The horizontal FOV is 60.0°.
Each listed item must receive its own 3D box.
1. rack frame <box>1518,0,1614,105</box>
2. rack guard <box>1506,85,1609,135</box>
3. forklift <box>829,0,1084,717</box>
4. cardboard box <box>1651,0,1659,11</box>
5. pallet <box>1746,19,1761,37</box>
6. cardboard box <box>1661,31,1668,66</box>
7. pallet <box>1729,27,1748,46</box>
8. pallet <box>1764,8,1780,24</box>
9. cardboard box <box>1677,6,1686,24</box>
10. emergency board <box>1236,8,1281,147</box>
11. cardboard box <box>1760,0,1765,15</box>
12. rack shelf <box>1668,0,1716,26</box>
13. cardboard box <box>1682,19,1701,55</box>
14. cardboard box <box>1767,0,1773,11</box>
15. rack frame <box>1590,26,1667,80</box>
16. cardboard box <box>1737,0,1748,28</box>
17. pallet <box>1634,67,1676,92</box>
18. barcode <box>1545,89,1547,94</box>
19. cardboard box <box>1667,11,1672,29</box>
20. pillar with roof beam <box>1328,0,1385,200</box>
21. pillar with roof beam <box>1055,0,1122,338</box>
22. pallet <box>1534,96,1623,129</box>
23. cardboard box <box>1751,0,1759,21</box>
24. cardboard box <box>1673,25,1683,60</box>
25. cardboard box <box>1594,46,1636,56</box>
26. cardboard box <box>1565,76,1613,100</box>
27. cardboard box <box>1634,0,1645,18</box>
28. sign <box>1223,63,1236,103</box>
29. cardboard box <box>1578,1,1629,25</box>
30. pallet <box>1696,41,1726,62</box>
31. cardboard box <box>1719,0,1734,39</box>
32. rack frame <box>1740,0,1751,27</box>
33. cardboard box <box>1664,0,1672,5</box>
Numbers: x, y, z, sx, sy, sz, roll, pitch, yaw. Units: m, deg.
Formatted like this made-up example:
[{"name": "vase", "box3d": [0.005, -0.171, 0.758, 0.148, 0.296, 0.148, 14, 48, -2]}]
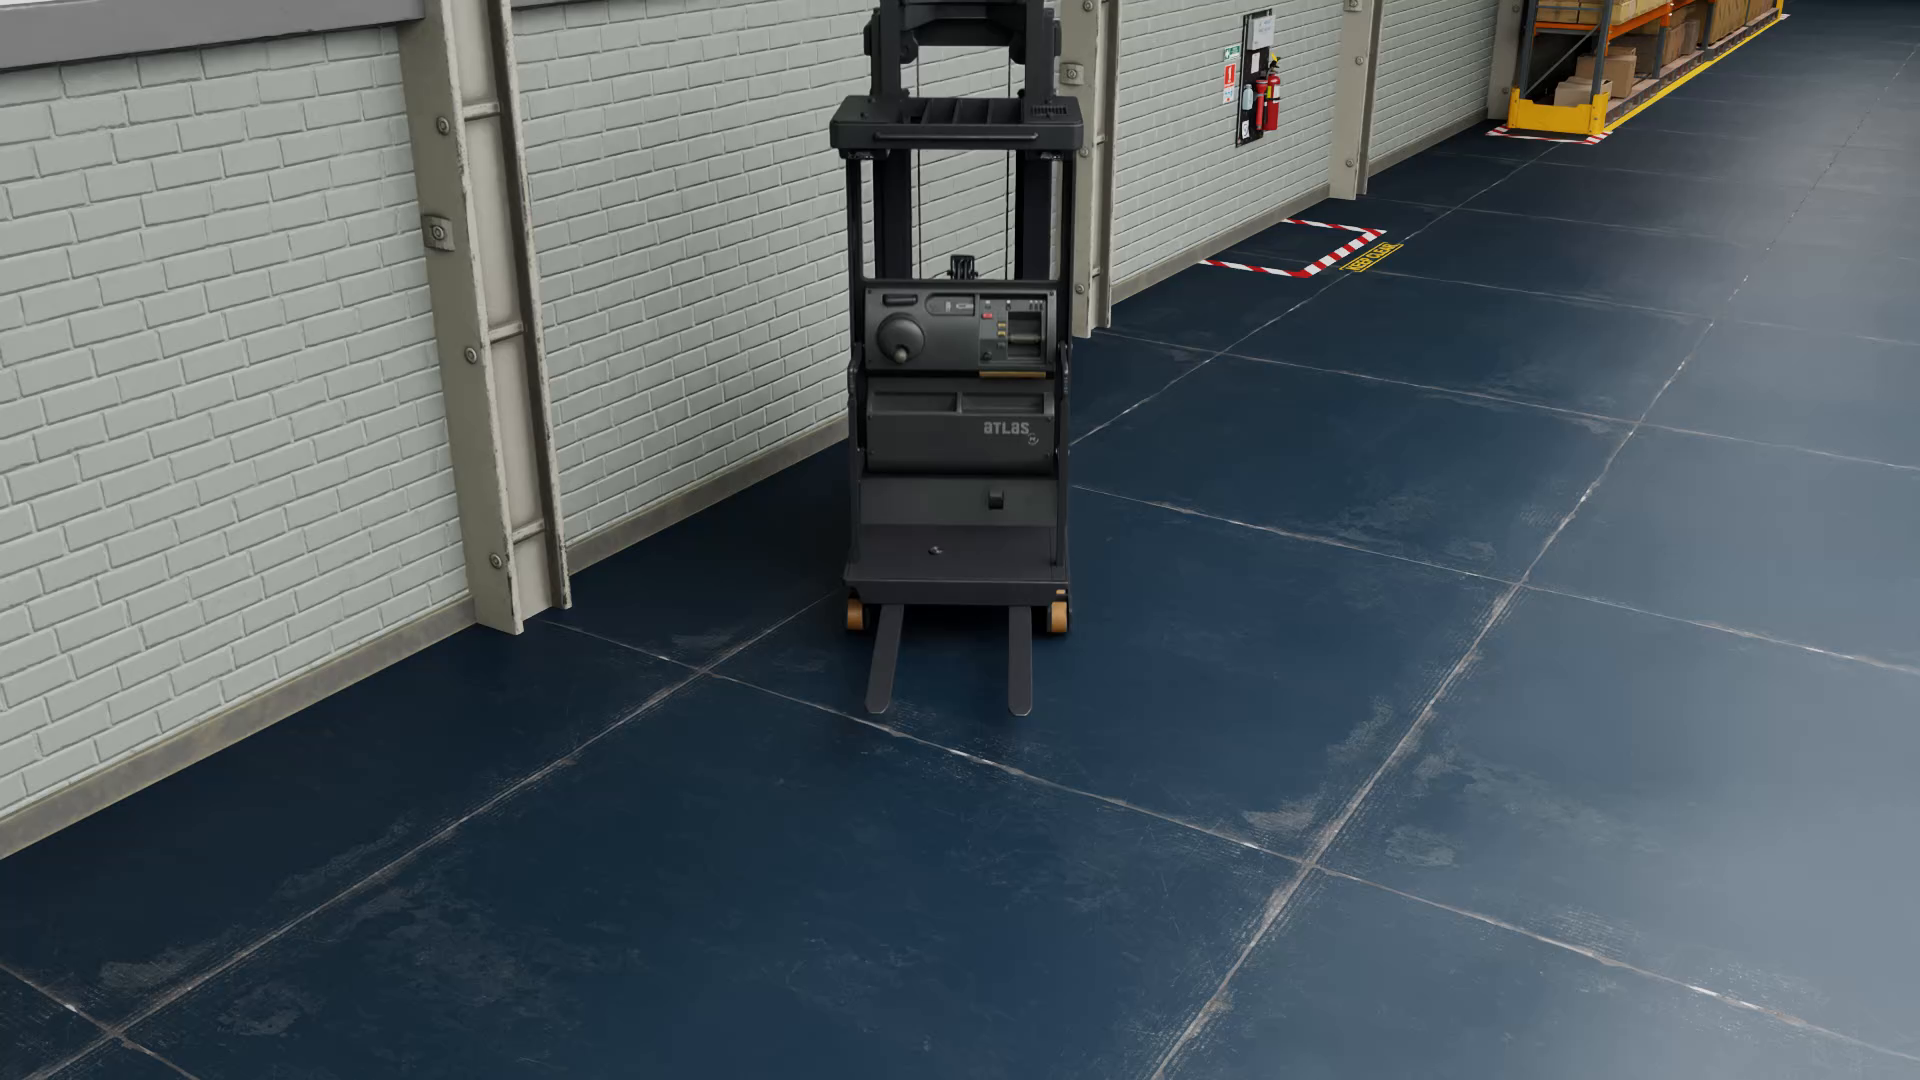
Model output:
[{"name": "rack frame", "box3d": [7.653, -6.665, 20.871, 1.000, 3.000, 0.127, 14, 27, 29]}, {"name": "rack guard", "box3d": [7.693, -5.544, 21.427, 1.175, 0.500, 0.348, 14, 27, 29]}, {"name": "forklift", "box3d": [-0.002, -1.009, 7.891, 1.130, 2.935, 3.031, 1, 23, 2]}, {"name": "cardboard box", "box3d": [9.248, -7.393, 22.716, 0.500, 0.250, 0.500, 14, 27, 29]}, {"name": "pallet", "box3d": [14.450, -9.676, 31.336, 1.003, 0.211, 1.213, 14, 27, 29]}, {"name": "cardboard box", "box3d": [10.367, -7.507, 25.408, 0.700, 0.500, 0.500, 13, 27, 28]}, {"name": "pallet", "box3d": [13.640, -9.160, 30.143, 1.003, 0.211, 1.213, 14, 27, 29]}, {"name": "pallet", "box3d": [15.737, -10.500, 33.238, 1.003, 0.211, 1.213, 14, 27, 29]}, {"name": "cardboard box", "box3d": [11.183, -8.331, 26.368, 0.500, 0.250, 0.500, 14, 27, 30]}, {"name": "emergency board", "box3d": [2.786, -4.232, 15.250, 0.194, 1.169, 0.643, 14, 27, 29]}, {"name": "cardboard box", "box3d": [15.280, -10.515, 32.382, 0.700, 0.500, 0.500, 13, 27, 27]}, {"name": "rack shelf", "box3d": [10.818, -8.360, 25.692, 1.077, 0.370, 4.000, 14, 27, 29]}, {"name": "cardboard box", "box3d": [11.537, -8.166, 26.931, 0.700, 0.500, 0.500, 14, 27, 30]}, {"name": "cardboard box", "box3d": [15.808, -10.854, 33.165, 0.700, 0.500, 0.500, 14, 27, 29]}, {"name": "rack frame", "box3d": [9.763, -8.015, 23.990, 1.000, 3.000, 0.127, 14, 27, 29]}, {"name": "cardboard box", "box3d": [13.750, -9.675, 30.001, 0.750, 0.750, 0.750, 14, 27, 30]}, {"name": "pallet", "box3d": [10.172, -6.999, 25.152, 1.003, 0.211, 1.213, 14, 27, 29]}, {"name": "barcode", "box3d": [7.764, -5.942, 22.020, 0.001, 0.075, 0.075, 14, 27, 29]}, {"name": "cardboard box", "box3d": [10.638, -7.992, 25.584, 0.500, 0.250, 0.500, 13, 27, 27]}, {"name": "pillar with roof beam", "box3d": [7.780, -6.909, 13.882, 9.100, 9.000, 0.400, 14, 27, 29]}, {"name": "pillar with roof beam", "box3d": [4.615, -4.884, 9.204, 9.100, 9.000, 0.400, 14, 27, 29]}, {"name": "pallet", "box3d": [8.151, -5.678, 22.101, 1.003, 0.211, 1.213, 14, 27, 29]}, {"name": "cardboard box", "box3d": [14.732, -10.161, 31.564, 0.700, 0.500, 0.500, 14, 27, 28]}, {"name": "cardboard box", "box3d": [10.929, -7.843, 26.185, 0.700, 0.500, 0.500, 14, 27, 29]}, {"name": "cardboard box", "box3d": [9.249, -6.712, 23.570, 0.500, 0.500, 0.500, 12, 26, 25]}, {"name": "cardboard box", "box3d": [8.395, -6.041, 22.258, 0.500, 0.311, 0.500, 16, 28, 33]}, {"name": "cardboard box", "box3d": [8.716, -7.053, 21.930, 0.500, 0.250, 0.500, 13, 27, 28]}, {"name": "sign", "box3d": [2.407, -4.083, 14.861, 0.001, 0.329, 0.234, 14, 27, 29]}, {"name": "cardboard box", "box3d": [8.180, -6.704, 21.124, 0.500, 0.250, 0.500, 13, 27, 27]}, {"name": "pallet", "box3d": [12.353, -8.336, 28.241, 1.003, 0.211, 1.213, 14, 27, 29]}, {"name": "cardboard box", "box3d": [12.840, -9.087, 28.642, 0.750, 0.750, 0.750, 14, 27, 29]}, {"name": "rack frame", "box3d": [13.983, -10.716, 30.227, 1.000, 3.000, 0.127, 14, 27, 29]}, {"name": "cardboard box", "box3d": [9.770, -7.732, 23.500, 0.500, 0.250, 0.500, 14, 27, 29]}]
